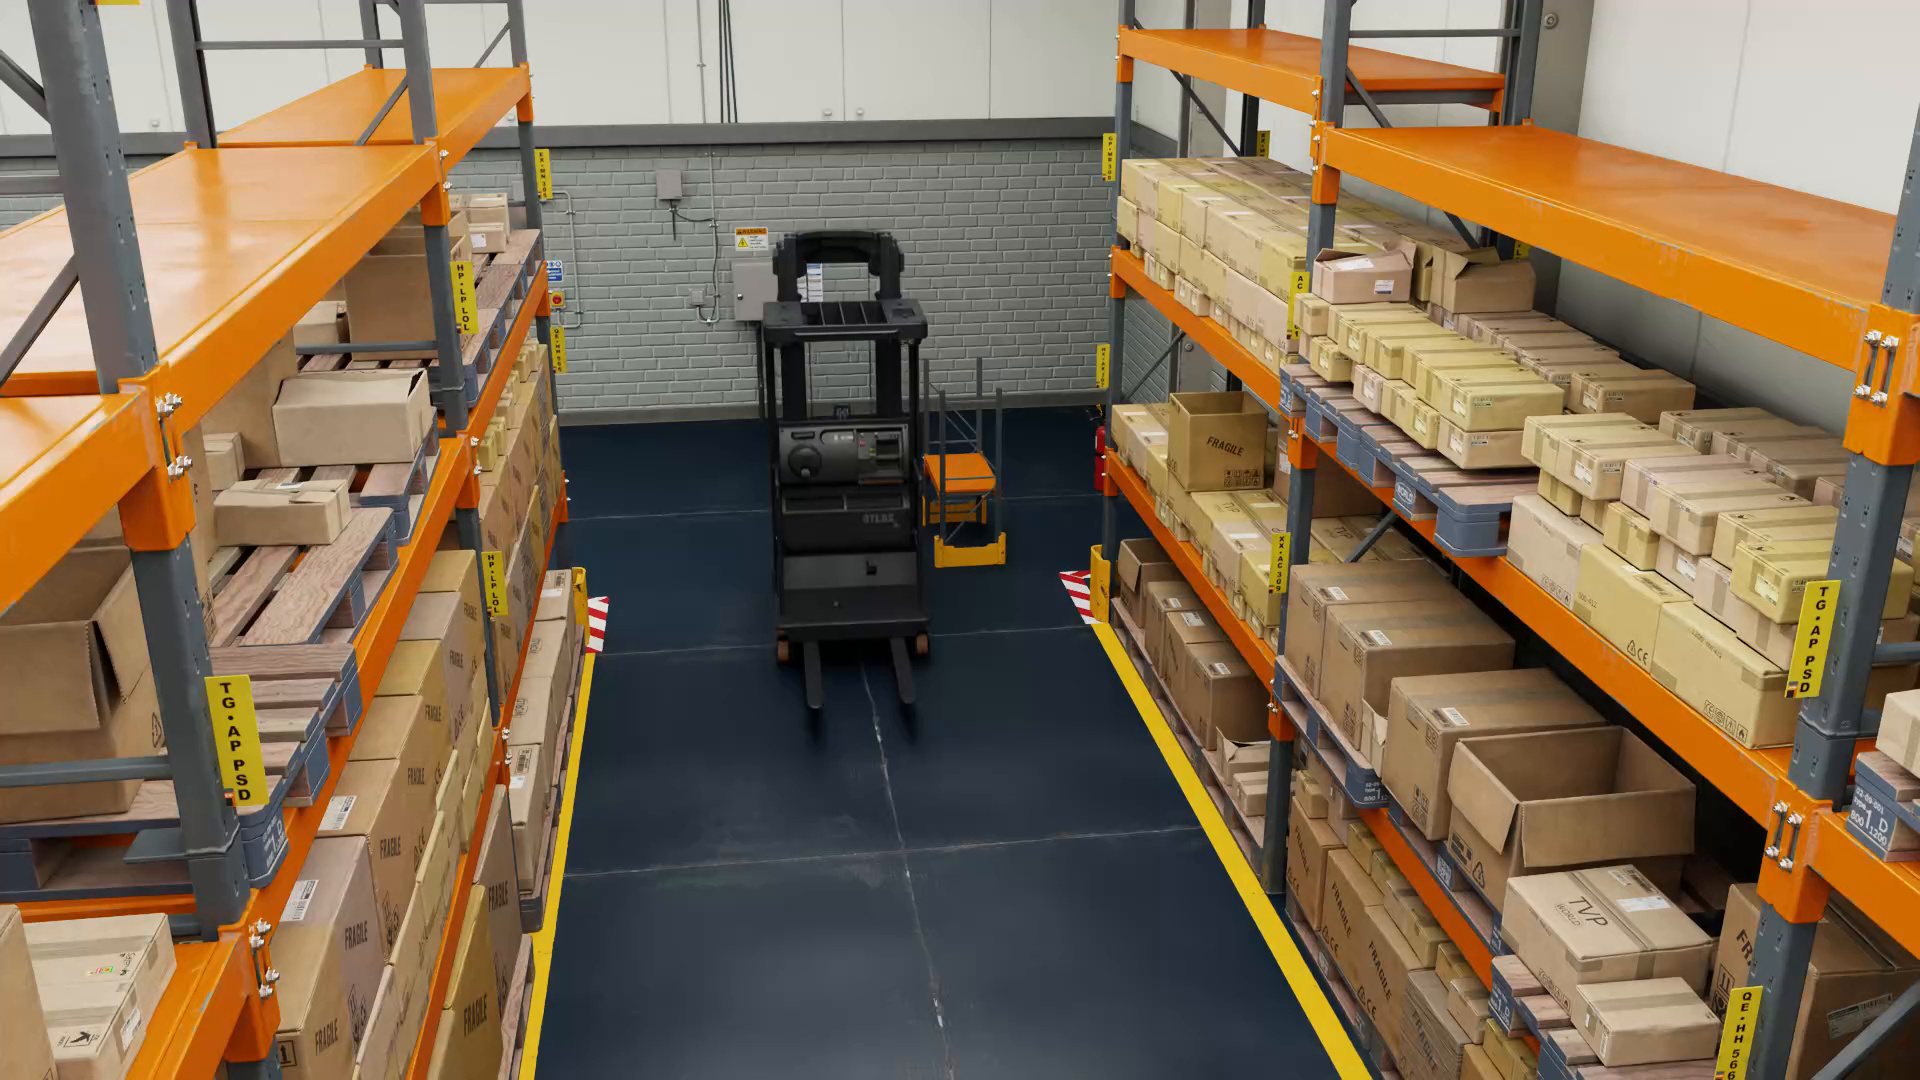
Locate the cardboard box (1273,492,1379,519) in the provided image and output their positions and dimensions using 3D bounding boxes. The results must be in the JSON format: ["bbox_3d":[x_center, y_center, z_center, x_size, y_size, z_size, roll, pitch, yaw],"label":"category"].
[{"bbox_3d":[2.206,-0.113,10.094,0.500,0.250,0.500,-2,21,-7],"label":"cardboard box"}]

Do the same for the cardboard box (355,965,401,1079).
[{"bbox_3d":[-2.075,1.599,5.221,0.500,0.250,0.500,-2,21,-6],"label":"cardboard box"}]

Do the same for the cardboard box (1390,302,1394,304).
[{"bbox_3d":[2.371,-1.170,8.639,0.500,0.250,0.500,-3,21,-9],"label":"cardboard box"}]

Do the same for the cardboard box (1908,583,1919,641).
[{"bbox_3d":[2.922,0.218,4.777,0.380,0.149,0.250,-3,21,-7],"label":"cardboard box"}]

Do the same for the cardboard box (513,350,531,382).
[{"bbox_3d":[-2.899,-1.084,10.406,0.380,0.149,0.250,-2,21,-7],"label":"cardboard box"}]

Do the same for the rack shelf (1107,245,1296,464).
[{"bbox_3d":[1.874,-1.267,10.137,1.077,0.370,4.000,-3,21,-8],"label":"rack shelf"}]

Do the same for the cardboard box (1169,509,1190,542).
[{"bbox_3d":[1.556,-0.107,10.650,0.380,0.149,0.250,-2,21,-7],"label":"cardboard box"}]

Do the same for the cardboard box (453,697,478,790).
[{"bbox_3d":[-2.366,0.894,7.109,0.500,0.250,0.500,-2,21,-6],"label":"cardboard box"}]

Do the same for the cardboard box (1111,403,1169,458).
[{"bbox_3d":[1.384,-0.790,11.907,0.500,0.250,0.500,-3,21,-7],"label":"cardboard box"}]

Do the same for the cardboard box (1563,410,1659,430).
[{"bbox_3d":[2.550,-0.404,6.413,0.380,0.149,0.250,-3,21,-7],"label":"cardboard box"}]

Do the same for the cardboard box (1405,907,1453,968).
[{"bbox_3d":[2.201,1.750,7.362,0.380,0.149,0.250,-2,21,-6],"label":"cardboard box"}]

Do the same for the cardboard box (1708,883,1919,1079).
[{"bbox_3d":[2.819,1.449,5.381,0.500,0.500,0.500,-2,21,-5],"label":"cardboard box"}]

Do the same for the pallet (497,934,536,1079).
[{"bbox_3d":[-2.563,2.315,7.791,1.003,0.211,1.213,-3,21,-8],"label":"pallet"}]

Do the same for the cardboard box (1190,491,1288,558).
[{"bbox_3d":[1.702,-0.086,10.022,0.500,0.250,0.500,-3,21,-8],"label":"cardboard box"}]

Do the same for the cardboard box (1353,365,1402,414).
[{"bbox_3d":[1.900,-0.648,7.067,0.380,0.149,0.250,-3,21,-7],"label":"cardboard box"}]

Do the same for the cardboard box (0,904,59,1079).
[{"bbox_3d":[-2.046,1.007,2.878,0.700,0.500,0.500,-3,21,-8],"label":"cardboard box"}]

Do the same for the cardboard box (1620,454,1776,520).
[{"bbox_3d":[2.380,-0.163,5.372,0.380,0.149,0.250,-3,21,-9],"label":"cardboard box"}]

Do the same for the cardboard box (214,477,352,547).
[{"bbox_3d":[-2.328,-0.100,5.718,0.380,0.166,0.250,-1,21,-3],"label":"cardboard box"}]

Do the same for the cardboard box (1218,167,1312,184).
[{"bbox_3d":[2.000,-2.280,10.895,0.500,0.250,0.500,-4,21,-9],"label":"cardboard box"}]

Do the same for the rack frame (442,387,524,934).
[{"bbox_3d":[-2.749,0.745,8.008,1.000,3.000,0.127,-3,21,-8],"label":"rack frame"}]

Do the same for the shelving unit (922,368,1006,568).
[{"bbox_3d":[0.011,-0.676,13.957,0.587,1.500,1.083,-3,21,-8],"label":"shelving unit"}]

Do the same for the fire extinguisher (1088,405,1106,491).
[{"bbox_3d":[1.107,-0.708,12.543,0.296,0.674,0.183,-3,21,-8],"label":"fire extinguisher"}]

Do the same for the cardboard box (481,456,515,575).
[{"bbox_3d":[-2.645,-0.122,8.759,0.500,0.500,0.500,-3,21,-8],"label":"cardboard box"}]

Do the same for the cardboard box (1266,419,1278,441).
[{"bbox_3d":[1.987,-0.636,11.495,0.500,0.250,0.500,-3,21,-8],"label":"cardboard box"}]

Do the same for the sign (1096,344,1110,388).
[{"bbox_3d":[1.049,-1.270,12.165,0.100,0.325,0.005,-3,21,-8],"label":"sign"}]

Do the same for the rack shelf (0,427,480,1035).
[{"bbox_3d":[-2.461,0.369,5.755,1.077,0.370,4.000,-3,21,-8],"label":"rack shelf"}]

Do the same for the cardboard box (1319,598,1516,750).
[{"bbox_3d":[2.085,0.608,7.632,0.700,0.500,0.500,-3,21,-7],"label":"cardboard box"}]

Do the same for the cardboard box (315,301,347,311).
[{"bbox_3d":[-3.196,-1.082,8.230,0.380,0.149,0.250,-2,21,-6],"label":"cardboard box"}]

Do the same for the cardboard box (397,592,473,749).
[{"bbox_3d":[-2.354,0.551,6.957,0.500,0.500,0.500,-3,21,-7],"label":"cardboard box"}]

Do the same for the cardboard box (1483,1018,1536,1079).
[{"bbox_3d":[2.323,2.024,6.629,0.380,0.149,0.250,-3,21,-9],"label":"cardboard box"}]

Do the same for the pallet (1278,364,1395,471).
[{"bbox_3d":[2.187,-0.594,7.576,1.213,0.211,1.003,-3,21,-8],"label":"pallet"}]

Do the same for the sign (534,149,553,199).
[{"bbox_3d":[-2.787,-2.445,11.111,0.100,0.325,0.005,-3,21,-8],"label":"sign"}]

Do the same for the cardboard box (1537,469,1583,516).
[{"bbox_3d":[2.290,-0.201,5.898,0.380,0.149,0.250,-2,21,-6],"label":"cardboard box"}]

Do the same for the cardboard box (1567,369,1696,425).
[{"bbox_3d":[2.569,-0.547,6.371,0.380,0.149,0.250,-2,21,-6],"label":"cardboard box"}]

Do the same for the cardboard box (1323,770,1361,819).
[{"bbox_3d":[2.035,1.250,8.277,0.380,0.149,0.250,-4,21,-10],"label":"cardboard box"}]

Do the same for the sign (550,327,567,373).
[{"bbox_3d":[-2.787,-1.316,11.533,0.100,0.325,0.005,-3,21,-8],"label":"sign"}]

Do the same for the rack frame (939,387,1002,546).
[{"bbox_3d":[0.086,-0.497,13.478,0.500,1.500,0.032,-3,21,-8],"label":"rack frame"}]

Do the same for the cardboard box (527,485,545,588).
[{"bbox_3d":[-2.766,-0.003,9.868,0.500,0.500,0.500,-2,21,-6],"label":"cardboard box"}]

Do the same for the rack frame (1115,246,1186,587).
[{"bbox_3d":[1.582,-0.891,12.390,0.949,2.616,0.053,-3,21,-8],"label":"rack frame"}]

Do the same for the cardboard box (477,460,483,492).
[{"bbox_3d":[-2.591,-0.284,8.265,0.380,0.149,0.250,-3,21,-7],"label":"cardboard box"}]

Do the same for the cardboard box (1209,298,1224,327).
[{"bbox_3d":[1.673,-1.348,9.685,0.380,0.149,0.250,-3,21,-7],"label":"cardboard box"}]

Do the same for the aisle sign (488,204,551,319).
[{"bbox_3d":[-3.029,-1.898,11.370,0.394,0.787,0.004,-3,21,-8],"label":"aisle sign"}]

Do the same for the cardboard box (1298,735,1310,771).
[{"bbox_3d":[2.301,1.316,9.723,0.500,0.311,0.500,-2,21,-6],"label":"cardboard box"}]

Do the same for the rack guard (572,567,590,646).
[{"bbox_3d":[-3.329,0.523,12.176,1.175,0.500,0.348,-3,21,-8],"label":"rack guard"}]

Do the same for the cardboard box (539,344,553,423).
[{"bbox_3d":[-3.021,-1.000,11.109,0.500,0.500,0.500,-2,21,-6],"label":"cardboard box"}]

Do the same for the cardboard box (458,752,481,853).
[{"bbox_3d":[-2.363,1.134,7.180,0.500,0.250,0.500,-3,21,-9],"label":"cardboard box"}]

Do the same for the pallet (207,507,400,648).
[{"bbox_3d":[-2.482,0.206,5.434,1.003,0.211,1.213,-2,21,-5],"label":"pallet"}]

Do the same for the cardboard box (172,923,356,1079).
[{"bbox_3d":[-2.002,1.432,4.598,0.500,0.500,0.500,-4,21,-10],"label":"cardboard box"}]

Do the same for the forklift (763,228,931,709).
[{"bbox_3d":[-0.805,-0.618,11.756,1.130,2.935,3.031,-2,21,-6],"label":"forklift"}]

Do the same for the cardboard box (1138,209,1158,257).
[{"bbox_3d":[1.473,-2.023,10.923,0.500,0.250,0.500,-3,21,-7],"label":"cardboard box"}]

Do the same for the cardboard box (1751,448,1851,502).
[{"bbox_3d":[2.828,-0.189,5.442,0.380,0.149,0.250,-2,21,-6],"label":"cardboard box"}]

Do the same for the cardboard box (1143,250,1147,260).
[{"bbox_3d":[1.465,-1.967,11.343,0.380,0.149,0.250,-3,21,-7],"label":"cardboard box"}]

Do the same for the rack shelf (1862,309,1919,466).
[{"bbox_3d":[3.027,0.285,2.266,1.077,0.370,4.000,-3,21,-8],"label":"rack shelf"}]

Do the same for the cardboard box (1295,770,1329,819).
[{"bbox_3d":[1.950,1.301,8.564,0.380,0.149,0.250,-2,21,-5],"label":"cardboard box"}]

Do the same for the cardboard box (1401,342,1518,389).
[{"bbox_3d":[2.033,-0.699,6.779,0.380,0.149,0.250,-3,21,-7],"label":"cardboard box"}]

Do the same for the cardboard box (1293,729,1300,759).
[{"bbox_3d":[2.238,1.241,10.154,0.380,0.149,0.250,-3,21,-8],"label":"cardboard box"}]

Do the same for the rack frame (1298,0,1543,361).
[{"bbox_3d":[2.162,-2.317,7.632,1.000,3.000,0.127,-3,21,-8],"label":"rack frame"}]

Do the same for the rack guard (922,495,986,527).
[{"bbox_3d":[-0.061,-0.263,14.638,0.587,0.250,0.087,-3,21,-8],"label":"rack guard"}]

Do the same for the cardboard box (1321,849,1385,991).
[{"bbox_3d":[2.096,1.830,8.075,0.500,0.500,0.500,-3,21,-8],"label":"cardboard box"}]
